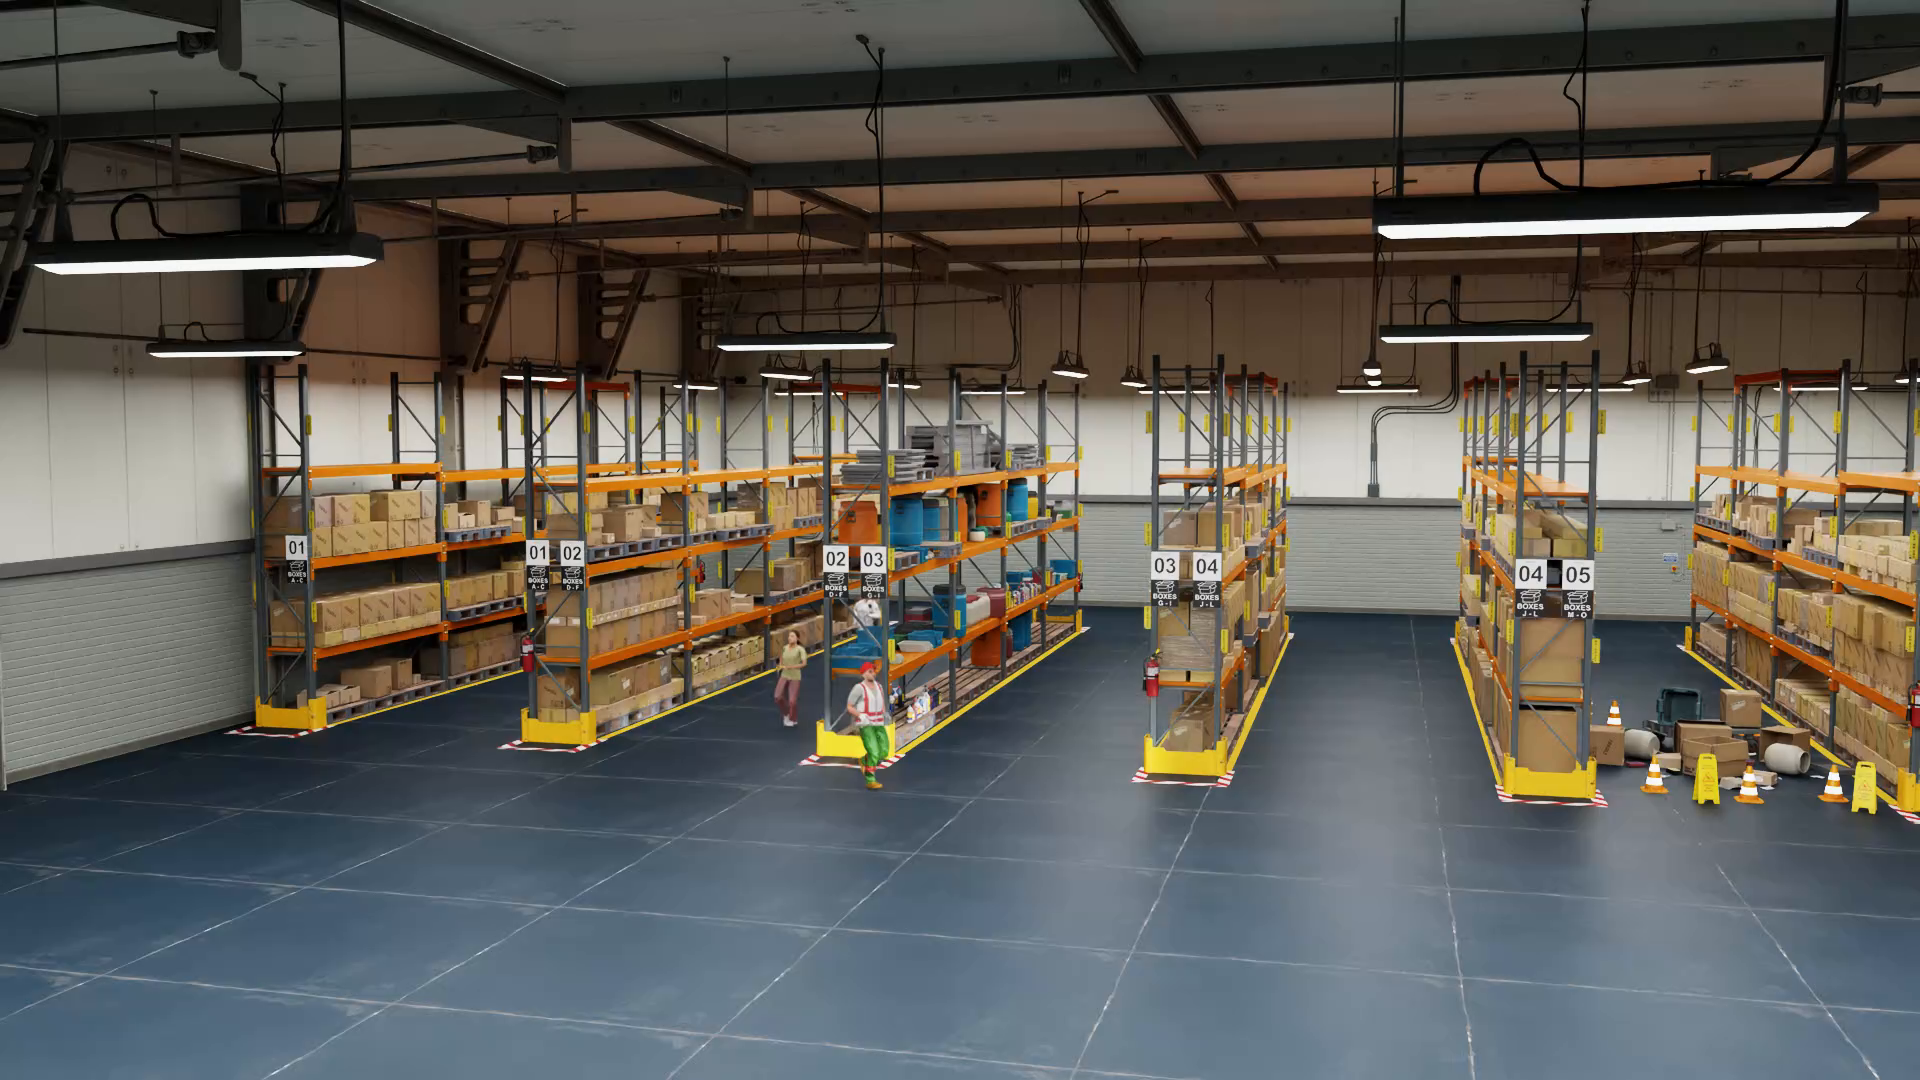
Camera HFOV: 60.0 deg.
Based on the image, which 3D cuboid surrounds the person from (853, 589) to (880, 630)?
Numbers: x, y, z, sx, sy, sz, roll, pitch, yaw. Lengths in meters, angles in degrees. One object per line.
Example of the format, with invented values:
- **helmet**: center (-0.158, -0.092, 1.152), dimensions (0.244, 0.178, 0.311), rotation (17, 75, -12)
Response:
- **person**: center (-1.914, 1.804, 33.828), dimensions (0.600, 1.709, 0.881), rotation (0, 4, 3)

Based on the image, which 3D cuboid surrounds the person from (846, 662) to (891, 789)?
- **person**: center (-1.261, 2.549, 22.972), dimensions (0.653, 1.737, 0.621), rotation (-4, 5, -43)

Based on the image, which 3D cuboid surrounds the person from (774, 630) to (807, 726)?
- **person**: center (-2.789, 2.287, 27.434), dimensions (0.568, 1.620, 0.587), rotation (1, 4, 18)
